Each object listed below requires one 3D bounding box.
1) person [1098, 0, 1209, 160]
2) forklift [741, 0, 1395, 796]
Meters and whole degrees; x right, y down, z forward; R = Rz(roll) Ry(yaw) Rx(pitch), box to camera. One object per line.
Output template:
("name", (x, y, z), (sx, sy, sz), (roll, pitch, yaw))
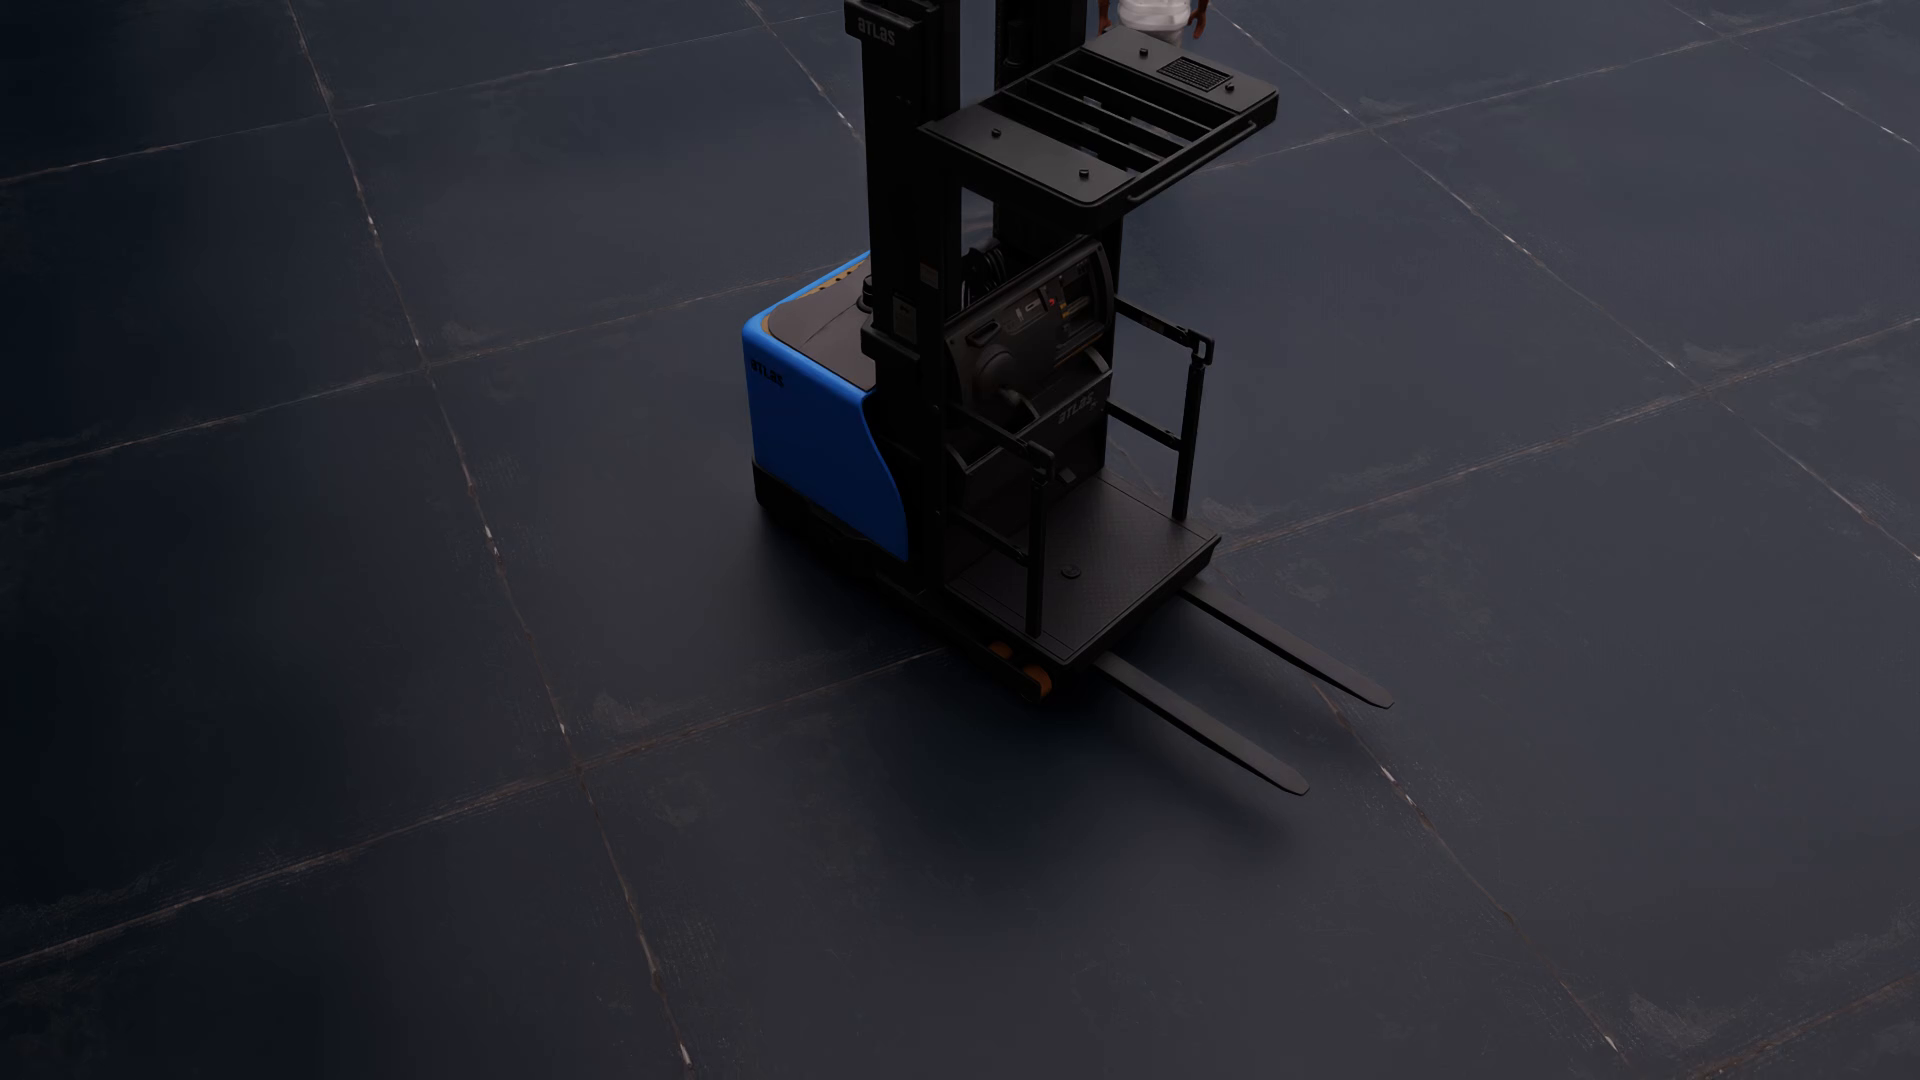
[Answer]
("person", (1.153, -3.155, 9.963), (0.661, 1.796, 0.522), (3, 43, 3))
("forklift", (0.445, -0.788, 6.525), (3.031, 2.935, 1.130), (32, 52, 30))
